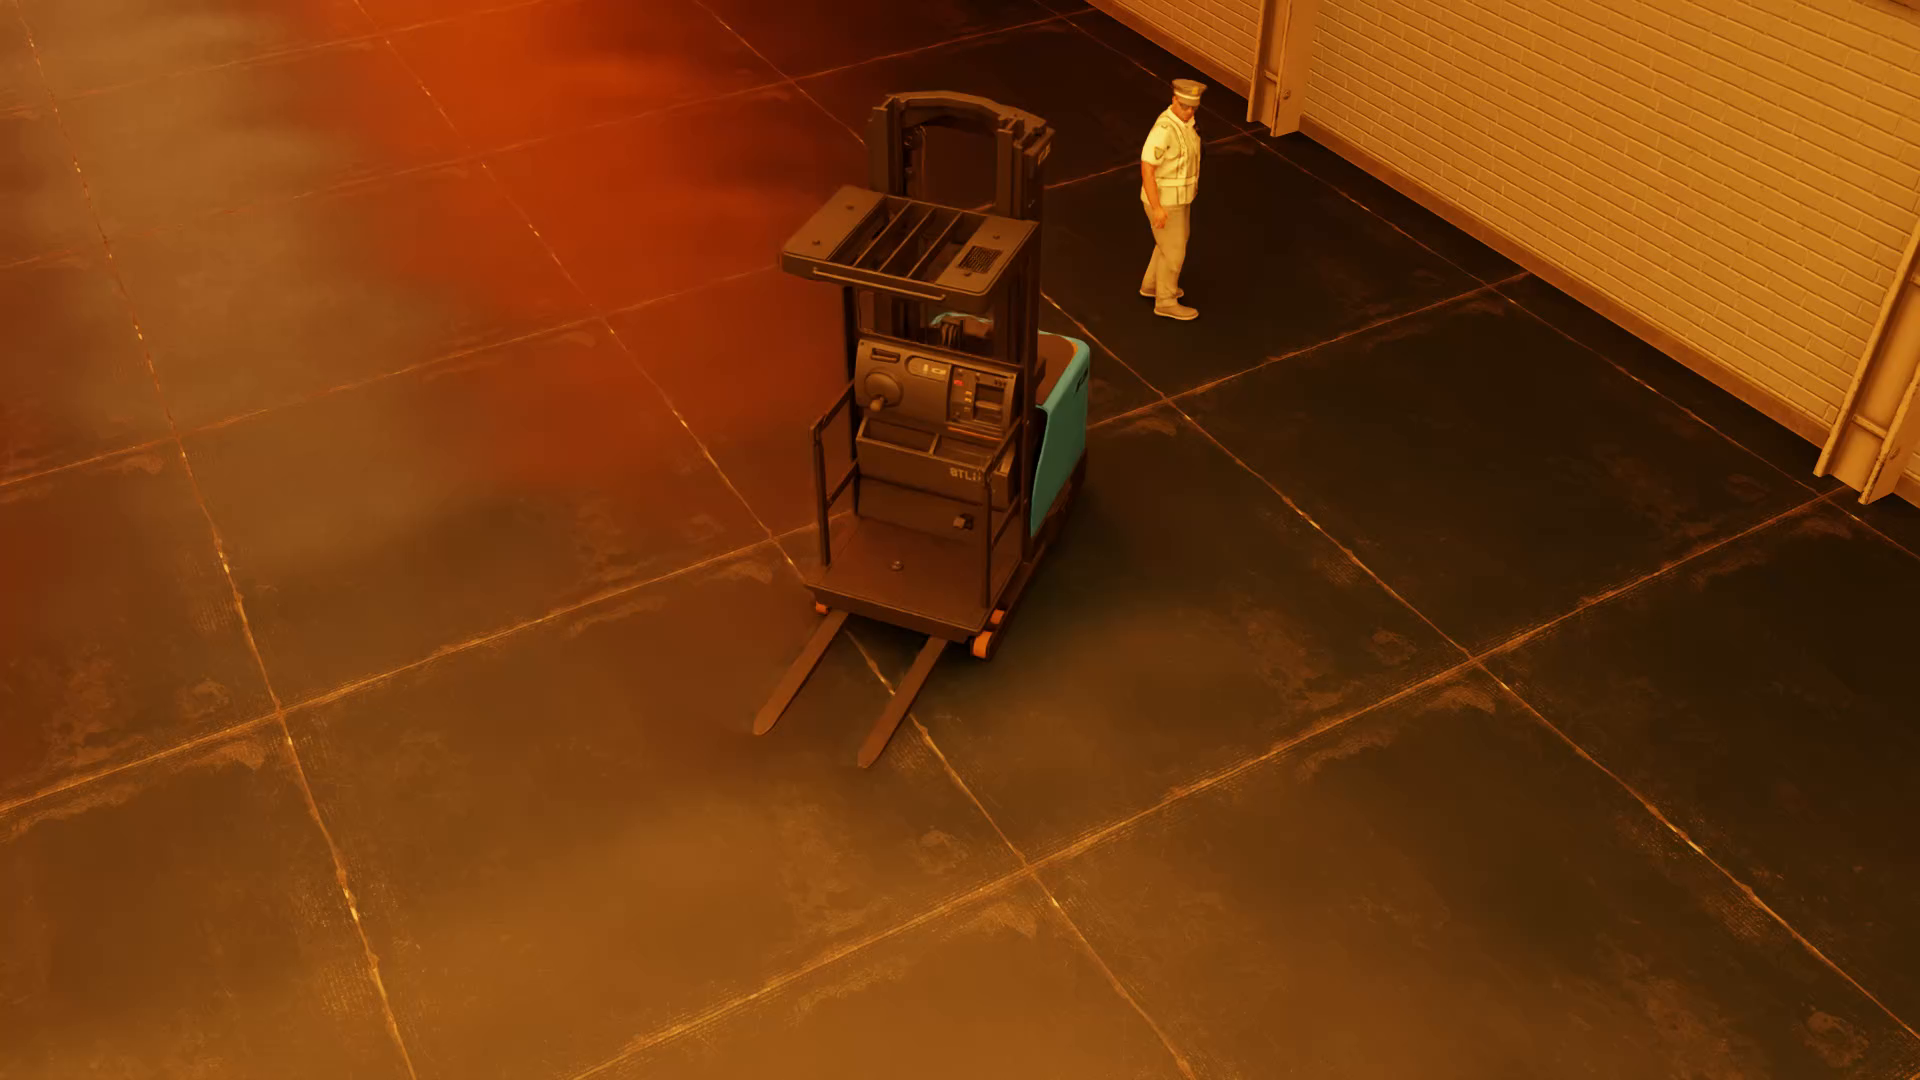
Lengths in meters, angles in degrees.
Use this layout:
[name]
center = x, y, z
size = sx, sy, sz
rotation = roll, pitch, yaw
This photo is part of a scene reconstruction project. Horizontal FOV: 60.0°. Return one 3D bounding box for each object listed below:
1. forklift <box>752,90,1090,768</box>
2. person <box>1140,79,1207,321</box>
[forklift]
center = -0.217, -0.757, 8.949
size = 1.130, 2.935, 3.031
rotation = 15, 42, 17
[person]
center = 1.566, -2.453, 11.925
size = 0.515, 1.742, 0.739
rotation = 12, 41, 15
